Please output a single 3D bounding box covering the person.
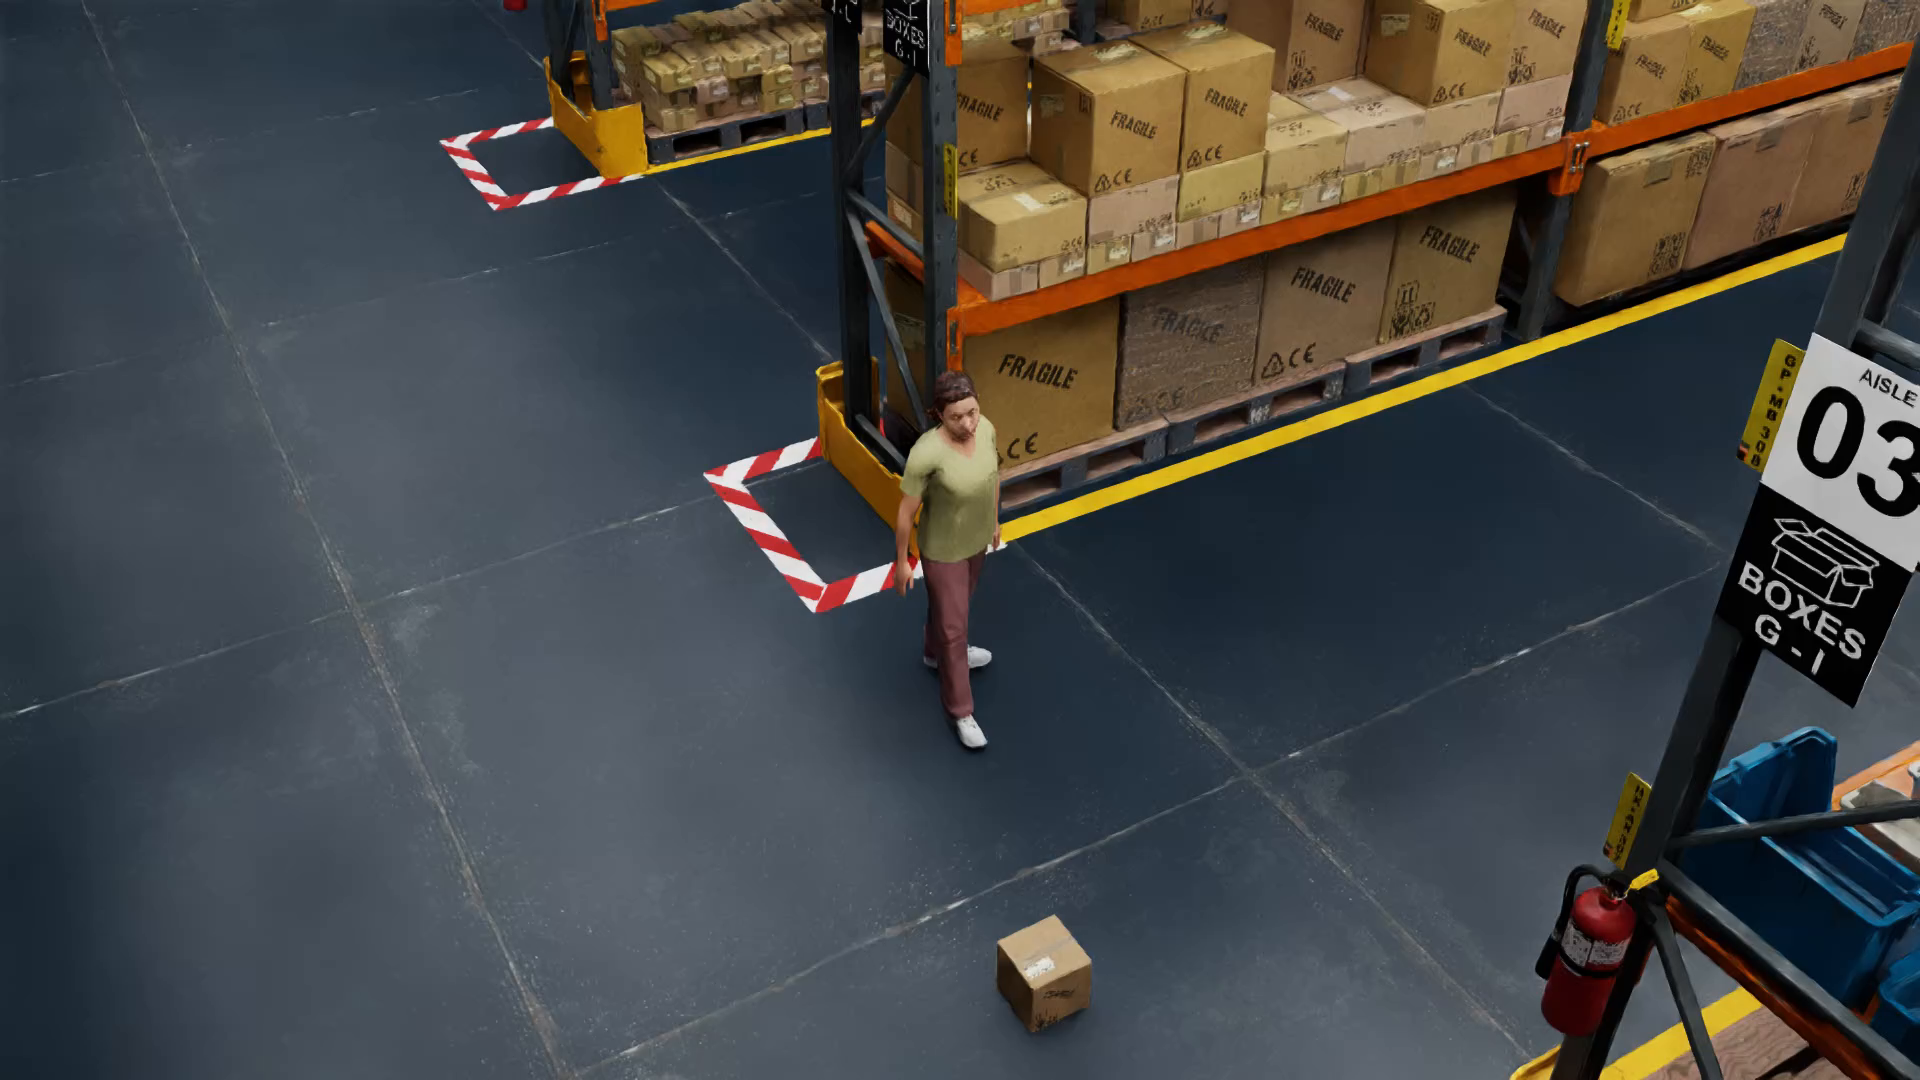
[{"bbox_3d":[-0.004,0.044,6.854,0.623,1.665,0.576,31,47,34],"label":"person"}]
